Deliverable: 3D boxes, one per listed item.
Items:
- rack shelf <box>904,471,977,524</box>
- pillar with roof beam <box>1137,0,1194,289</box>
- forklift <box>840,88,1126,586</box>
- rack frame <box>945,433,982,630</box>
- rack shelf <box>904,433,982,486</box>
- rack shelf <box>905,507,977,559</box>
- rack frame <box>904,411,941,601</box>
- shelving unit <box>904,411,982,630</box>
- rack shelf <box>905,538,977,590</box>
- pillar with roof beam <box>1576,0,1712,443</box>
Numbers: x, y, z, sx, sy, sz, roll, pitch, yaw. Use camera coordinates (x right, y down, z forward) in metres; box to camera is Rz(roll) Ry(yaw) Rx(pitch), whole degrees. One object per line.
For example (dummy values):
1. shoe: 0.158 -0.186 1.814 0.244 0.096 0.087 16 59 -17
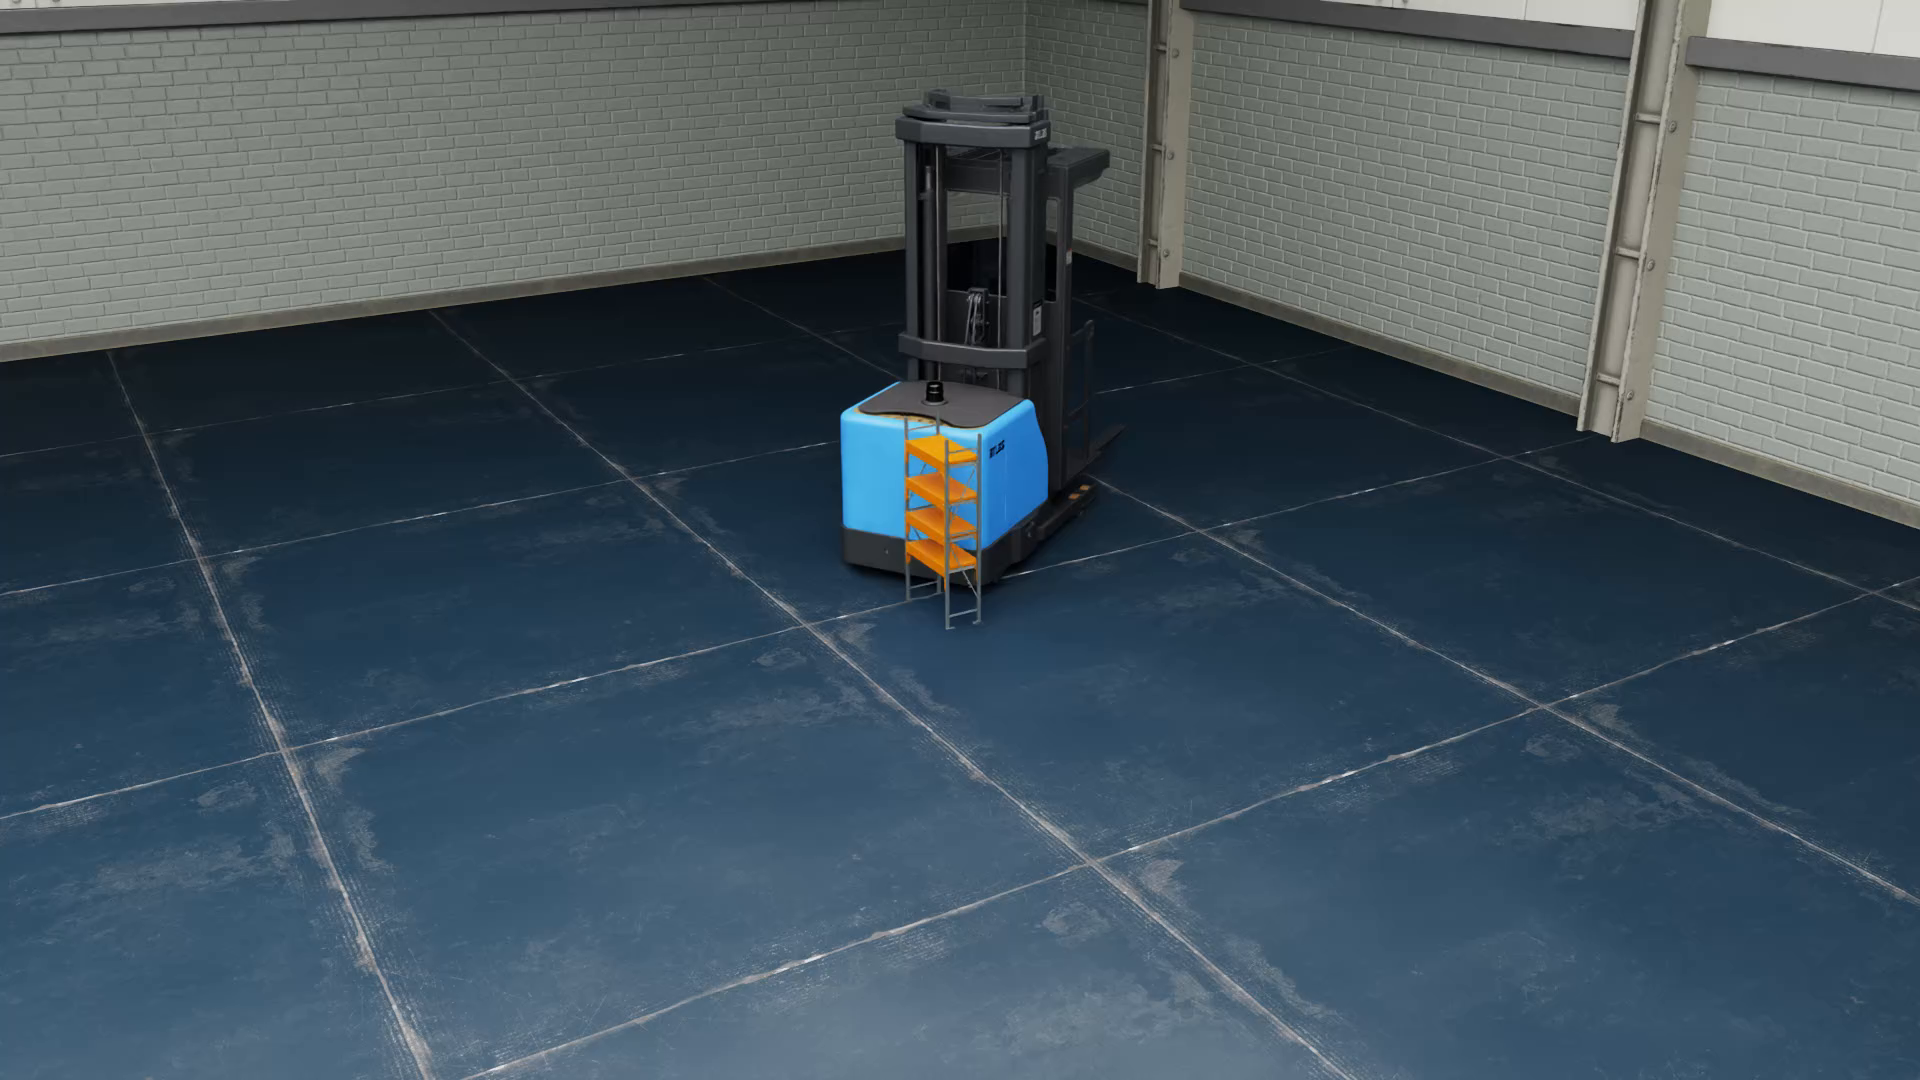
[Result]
1. rack shelf: -0.105 -0.264 9.953 0.258 0.148 0.480 -13 25 -28
2. pillar with roof beam: -1.524 -6.148 14.486 9.100 9.000 0.400 -13 25 -28
3. forklift: 0.327 -1.585 11.319 1.130 2.935 3.031 10 24 24
4. rack frame: 0.018 -0.040 9.817 0.240 1.200 0.015 -13 25 -28
5. rack shelf: -0.105 -0.483 9.864 0.258 0.148 0.480 -13 25 -28
6. rack shelf: -0.105 -0.057 10.037 0.258 0.148 0.480 -13 25 -28
7. rack frame: -0.229 -0.199 10.206 0.240 1.200 0.015 -13 25 -28
8. shelving unit: -0.105 -0.119 10.012 0.258 1.200 0.503 -13 25 -28
9. rack shelf: -0.105 0.127 10.112 0.258 0.148 0.480 -13 25 -28
10. pillar with roof beam: 1.541 -4.206 9.707 9.100 9.000 0.400 -13 25 -28
